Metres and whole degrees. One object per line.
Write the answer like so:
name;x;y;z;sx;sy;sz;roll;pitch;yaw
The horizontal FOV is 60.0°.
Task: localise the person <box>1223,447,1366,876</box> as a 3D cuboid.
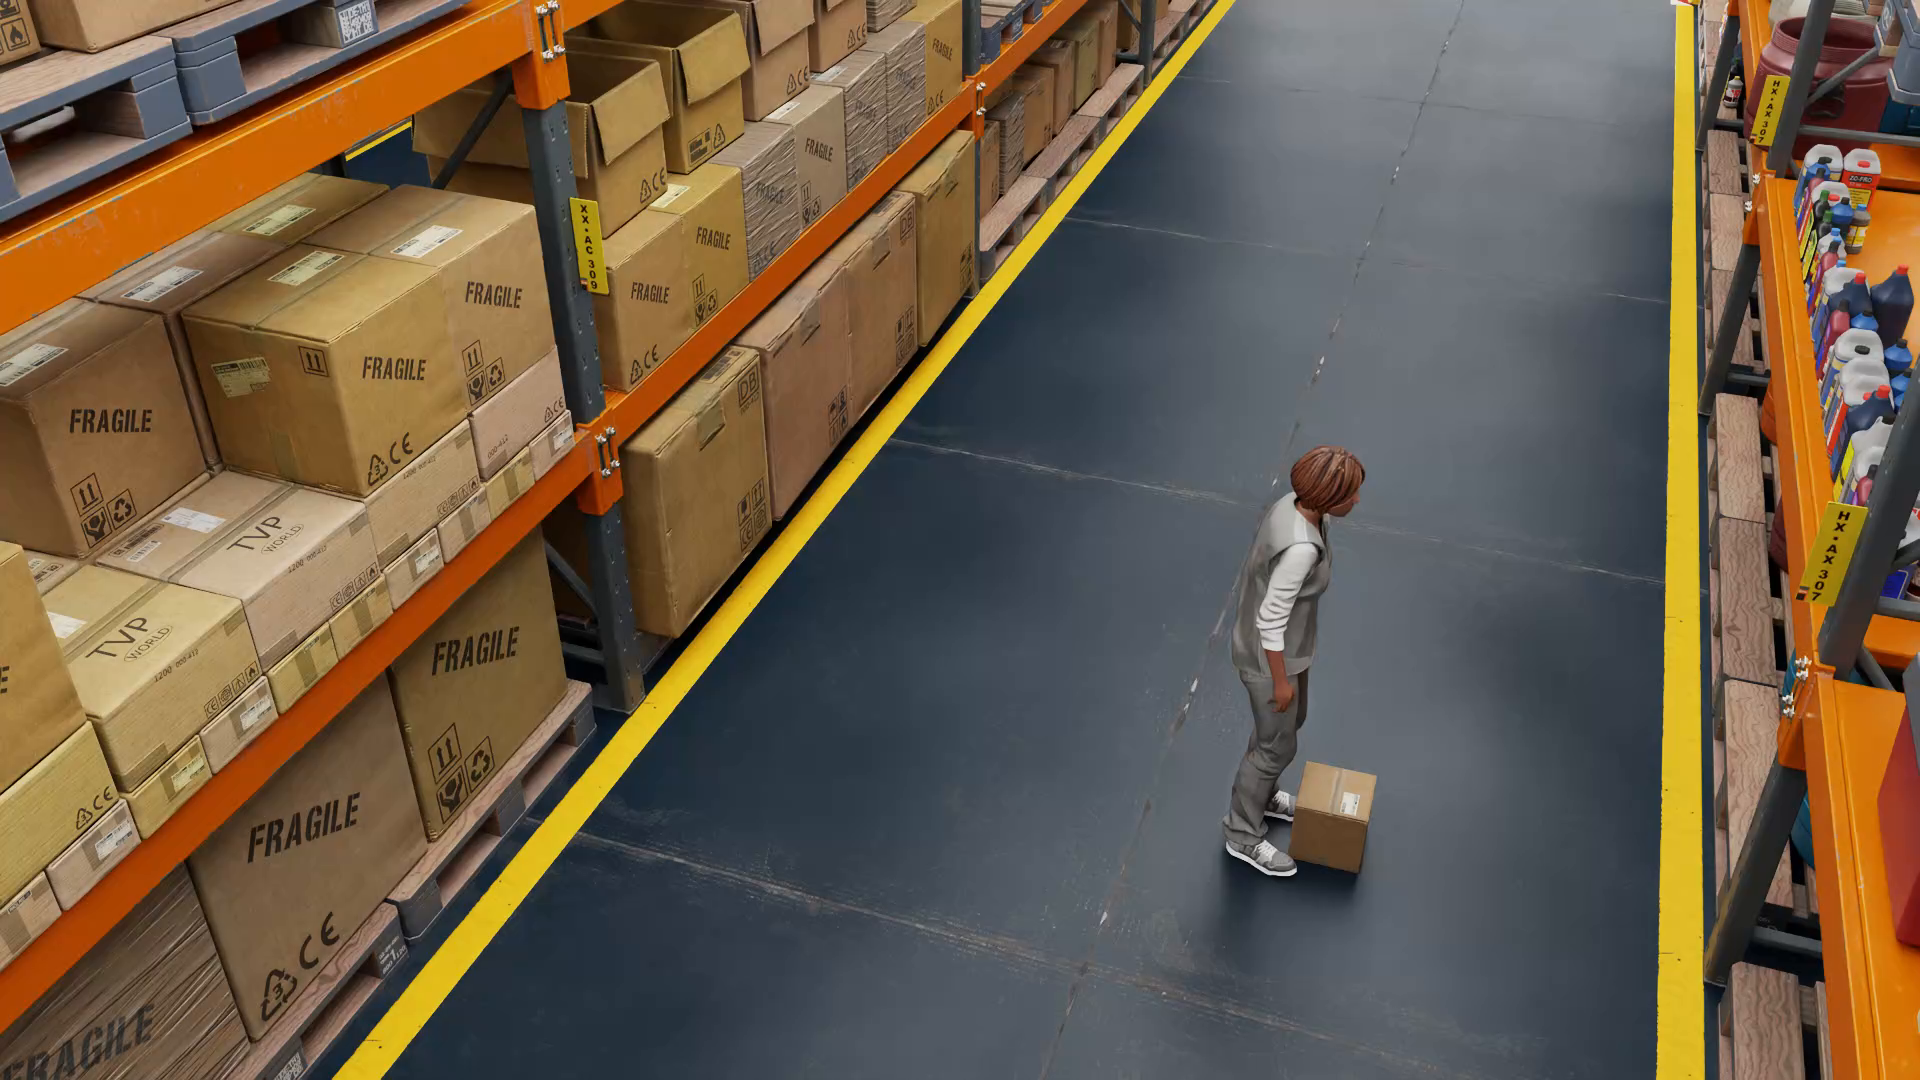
person;1.085;0.383;5.577;0.347;1.593;0.459;11;35;16
